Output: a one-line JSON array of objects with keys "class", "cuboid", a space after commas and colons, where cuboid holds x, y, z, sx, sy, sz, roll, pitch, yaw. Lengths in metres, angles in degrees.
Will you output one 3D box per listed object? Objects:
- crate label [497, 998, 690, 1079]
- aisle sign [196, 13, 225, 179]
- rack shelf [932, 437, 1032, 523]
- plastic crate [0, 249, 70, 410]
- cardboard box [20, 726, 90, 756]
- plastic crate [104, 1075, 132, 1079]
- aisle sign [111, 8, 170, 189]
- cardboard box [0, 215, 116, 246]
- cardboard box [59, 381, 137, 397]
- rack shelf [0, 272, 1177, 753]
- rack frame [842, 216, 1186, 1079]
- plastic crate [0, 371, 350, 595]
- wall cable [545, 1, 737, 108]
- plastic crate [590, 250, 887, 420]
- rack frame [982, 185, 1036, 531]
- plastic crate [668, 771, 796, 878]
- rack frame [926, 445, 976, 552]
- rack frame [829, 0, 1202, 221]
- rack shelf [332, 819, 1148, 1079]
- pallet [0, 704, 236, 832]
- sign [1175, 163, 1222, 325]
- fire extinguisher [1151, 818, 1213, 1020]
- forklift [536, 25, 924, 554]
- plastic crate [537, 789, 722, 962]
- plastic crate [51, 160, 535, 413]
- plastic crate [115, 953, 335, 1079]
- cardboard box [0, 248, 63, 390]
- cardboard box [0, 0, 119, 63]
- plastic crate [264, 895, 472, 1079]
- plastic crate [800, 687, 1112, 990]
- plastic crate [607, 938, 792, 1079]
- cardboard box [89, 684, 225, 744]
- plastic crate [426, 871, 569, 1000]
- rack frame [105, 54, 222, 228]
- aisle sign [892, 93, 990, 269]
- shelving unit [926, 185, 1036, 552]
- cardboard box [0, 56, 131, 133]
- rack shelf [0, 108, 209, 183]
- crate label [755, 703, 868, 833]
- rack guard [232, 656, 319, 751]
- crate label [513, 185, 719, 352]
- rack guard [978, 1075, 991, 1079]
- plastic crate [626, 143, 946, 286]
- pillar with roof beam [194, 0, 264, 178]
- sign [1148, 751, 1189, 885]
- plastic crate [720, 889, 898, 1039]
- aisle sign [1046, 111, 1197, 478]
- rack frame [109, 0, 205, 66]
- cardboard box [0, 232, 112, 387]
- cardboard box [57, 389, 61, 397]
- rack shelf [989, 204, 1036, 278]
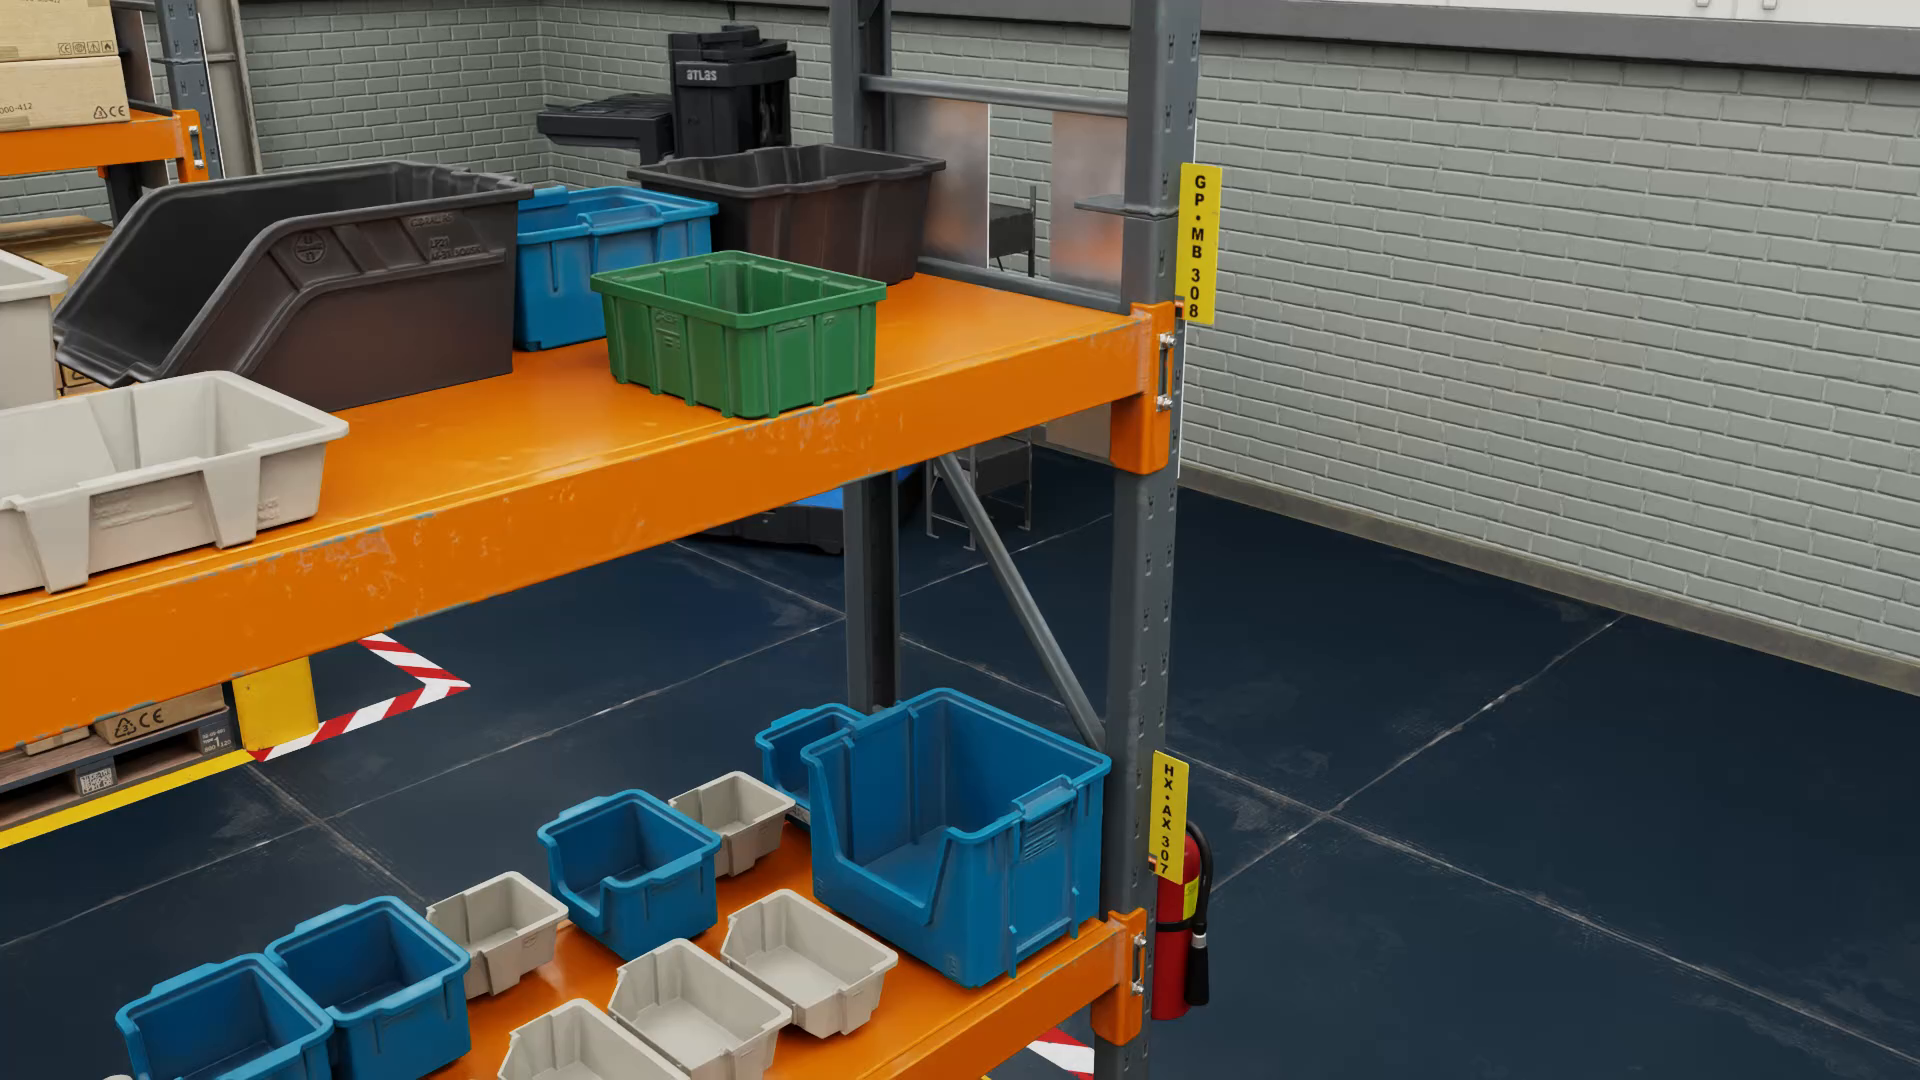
[{"class": "crate label", "cuboid": [-0.740, 1.102, 3.311, 0.396, 0.136, 0.243, 19, 28, 41]}, {"class": "aisle sign", "cuboid": [-3.191, -1.792, 6.932, 0.394, 0.787, 0.004, 19, 28, 41]}, {"class": "rack shelf", "cuboid": [0.115, -0.357, 10.065, 0.431, 0.518, 0.480, 19, 28, 41]}, {"class": "plastic crate", "cuboid": [-1.679, -0.249, 2.526, 0.437, 0.282, 0.530, 19, 28, 41]}, {"class": "cardboard box", "cuboid": [-4.008, 0.763, 7.246, 0.380, 0.166, 0.250, 19, 28, 41]}, {"class": "plastic crate", "cuboid": [-1.703, 1.204, 3.046, 0.293, 0.136, 0.466, 19, 28, 41]}, {"class": "aisle sign", "cuboid": [-3.621, -1.942, 7.323, 0.394, 0.787, 0.004, 19, 28, 41]}, {"class": "cardboard box", "cuboid": [-3.956, -1.103, 7.230, 0.500, 0.500, 0.500, -19, 28, -40]}, {"class": "cardboard box", "cuboid": [-3.575, -0.501, 7.058, 0.500, 0.500, 0.500, -19, 28, -40]}, {"class": "rack shelf", "cuboid": [-1.307, 0.053, 2.578, 1.077, 0.370, 4.000, 19, 28, 41]}, {"class": "rack frame", "cuboid": [0.088, 0.603, 4.325, 1.000, 3.000, 0.127, 19, 28, 41]}, {"class": "plastic crate", "cuboid": [-1.175, -0.081, 2.290, 0.437, 0.136, 0.530, 19, 28, 41]}, {"class": "wall cable", "cuboid": [-2.808, -4.592, 13.806, 3.097, 2.526, 0.112, 19, 28, 41]}, {"class": "plastic crate", "cuboid": [-0.395, -0.373, 2.979, 0.450, 0.188, 0.336, 19, 28, 41]}, {"class": "rack frame", "cuboid": [0.286, -1.085, 9.972, 0.400, 2.100, 0.015, 19, 28, 41]}, {"class": "plastic crate", "cuboid": [-0.603, 0.741, 4.250, 0.250, 0.136, 0.298, 19, 28, 41]}, {"class": "rack frame", "cuboid": [-0.055, -0.960, 9.645, 0.400, 2.100, 0.015, 19, 28, 41]}, {"class": "rack frame", "cuboid": [0.088, -2.197, 3.248, 1.000, 3.000, 0.127, 19, 28, 41]}, {"class": "rack shelf", "cuboid": [-1.307, 1.453, 3.116, 1.077, 0.370, 4.000, 19, 28, 41]}, {"class": "pallet", "cuboid": [-4.066, 0.889, 7.468, 1.003, 0.211, 1.213, 19, 28, 41]}, {"class": "sign", "cuboid": [0.494, -0.615, 3.458, 0.100, 0.325, 0.005, 19, 28, 41]}, {"class": "fire extinguisher", "cuboid": [0.519, 0.888, 4.210, 0.296, 0.674, 0.183, 19, 28, 41]}, {"class": "forklift", "cuboid": [-1.807, -1.580, 10.099, 3.031, 2.935, 1.130, 7, 22, 17]}, {"class": "plastic crate", "cuboid": [-0.779, 0.804, 3.953, 0.416, 0.233, 0.300, 19, 28, 41]}, {"class": "plastic crate", "cuboid": [-1.174, -0.444, 2.955, 0.504, 0.338, 0.767, 19, 28, 41]}, {"class": "plastic crate", "cuboid": [-1.448, 1.050, 3.312, 0.416, 0.233, 0.300, 19, 28, 41]}, {"class": "cardboard box", "cuboid": [-3.923, -0.838, 6.540, 0.500, 0.500, 0.500, -19, 28, -41]}, {"class": "cardboard box", "cuboid": [-3.634, -2.005, 6.442, 0.500, 0.250, 0.500, 19, 28, 41]}, {"class": "plastic crate", "cuboid": [-1.238, 0.973, 3.513, 0.416, 0.233, 0.300, 19, 28, 41]}, {"class": "plastic crate", "cuboid": [-0.011, 0.691, 3.962, 0.616, 0.435, 0.499, 19, 28, 41]}, {"class": "plastic crate", "cuboid": [-0.563, 1.024, 3.513, 0.396, 0.136, 0.243, 19, 28, 41]}, {"class": "cardboard box", "cuboid": [-3.661, 0.525, 7.398, 0.500, 0.500, 0.500, 19, 28, 41]}, {"class": "plastic crate", "cuboid": [-1.076, 0.915, 3.796, 0.250, 0.136, 0.298, 19, 28, 41]}, {"class": "rack frame", "cuboid": [-3.458, -0.638, 7.553, 1.000, 3.000, 0.127, 19, 28, 41]}, {"class": "aisle sign", "cuboid": [-0.074, -0.703, 4.100, 0.394, 0.787, 0.004, 19, 28, 41]}, {"class": "shelving unit", "cuboid": [0.115, -1.023, 9.809, 0.431, 2.100, 0.503, 19, 28, 41]}, {"class": "cardboard box", "cuboid": [-3.627, -1.770, 6.526, 0.500, 0.250, 0.500, 19, 28, 41]}, {"class": "rack shelf", "cuboid": [-4.853, -1.188, 5.806, 1.077, 0.370, 4.000, 19, 28, 41]}, {"class": "crate label", "cuboid": [-0.320, 0.634, 4.393, 0.416, 0.233, 0.303, 19, 28, 41]}, {"class": "rack guard", "cuboid": [-3.511, 0.549, 7.950, 1.175, 0.500, 0.348, 19, 28, 41]}, {"class": "crate label", "cuboid": [-0.787, -0.571, 3.406, 0.408, 0.251, 0.502, 19, 28, 41]}, {"class": "rack guard", "cuboid": [0.096, 1.760, 4.798, 1.175, 0.500, 0.348, 19, 28, 41]}, {"class": "plastic crate", "cuboid": [-0.380, -0.707, 3.734, 0.497, 0.269, 0.590, 19, 28, 41]}, {"class": "pillar with roof beam", "cuboid": [-2.662, -4.510, 9.265, 9.100, 9.000, 0.400, 19, 28, 41]}, {"class": "sign", "cuboid": [0.494, 0.660, 3.948, 0.100, 0.325, 0.005, 19, 28, 41]}, {"class": "plastic crate", "cuboid": [-0.351, 0.953, 3.698, 0.396, 0.136, 0.243, 19, 28, 41]}, {"class": "aisle sign", "cuboid": [0.349, -0.556, 3.716, 0.394, 0.787, 0.004, 19, 28, 41]}, {"class": "rack frame", "cuboid": [-3.458, -3.438, 6.476, 1.000, 3.000, 0.127, 19, 28, 41]}, {"class": "cardboard box", "cuboid": [-3.571, -0.968, 6.878, 0.500, 0.500, 0.500, 19, 28, 40]}, {"class": "cardboard box", "cuboid": [-3.935, -0.367, 6.709, 0.500, 0.500, 0.500, 20, 28, 41]}, {"class": "rack shelf", "cuboid": [0.115, -1.663, 9.562, 0.431, 0.518, 0.480, 19, 28, 41]}]
